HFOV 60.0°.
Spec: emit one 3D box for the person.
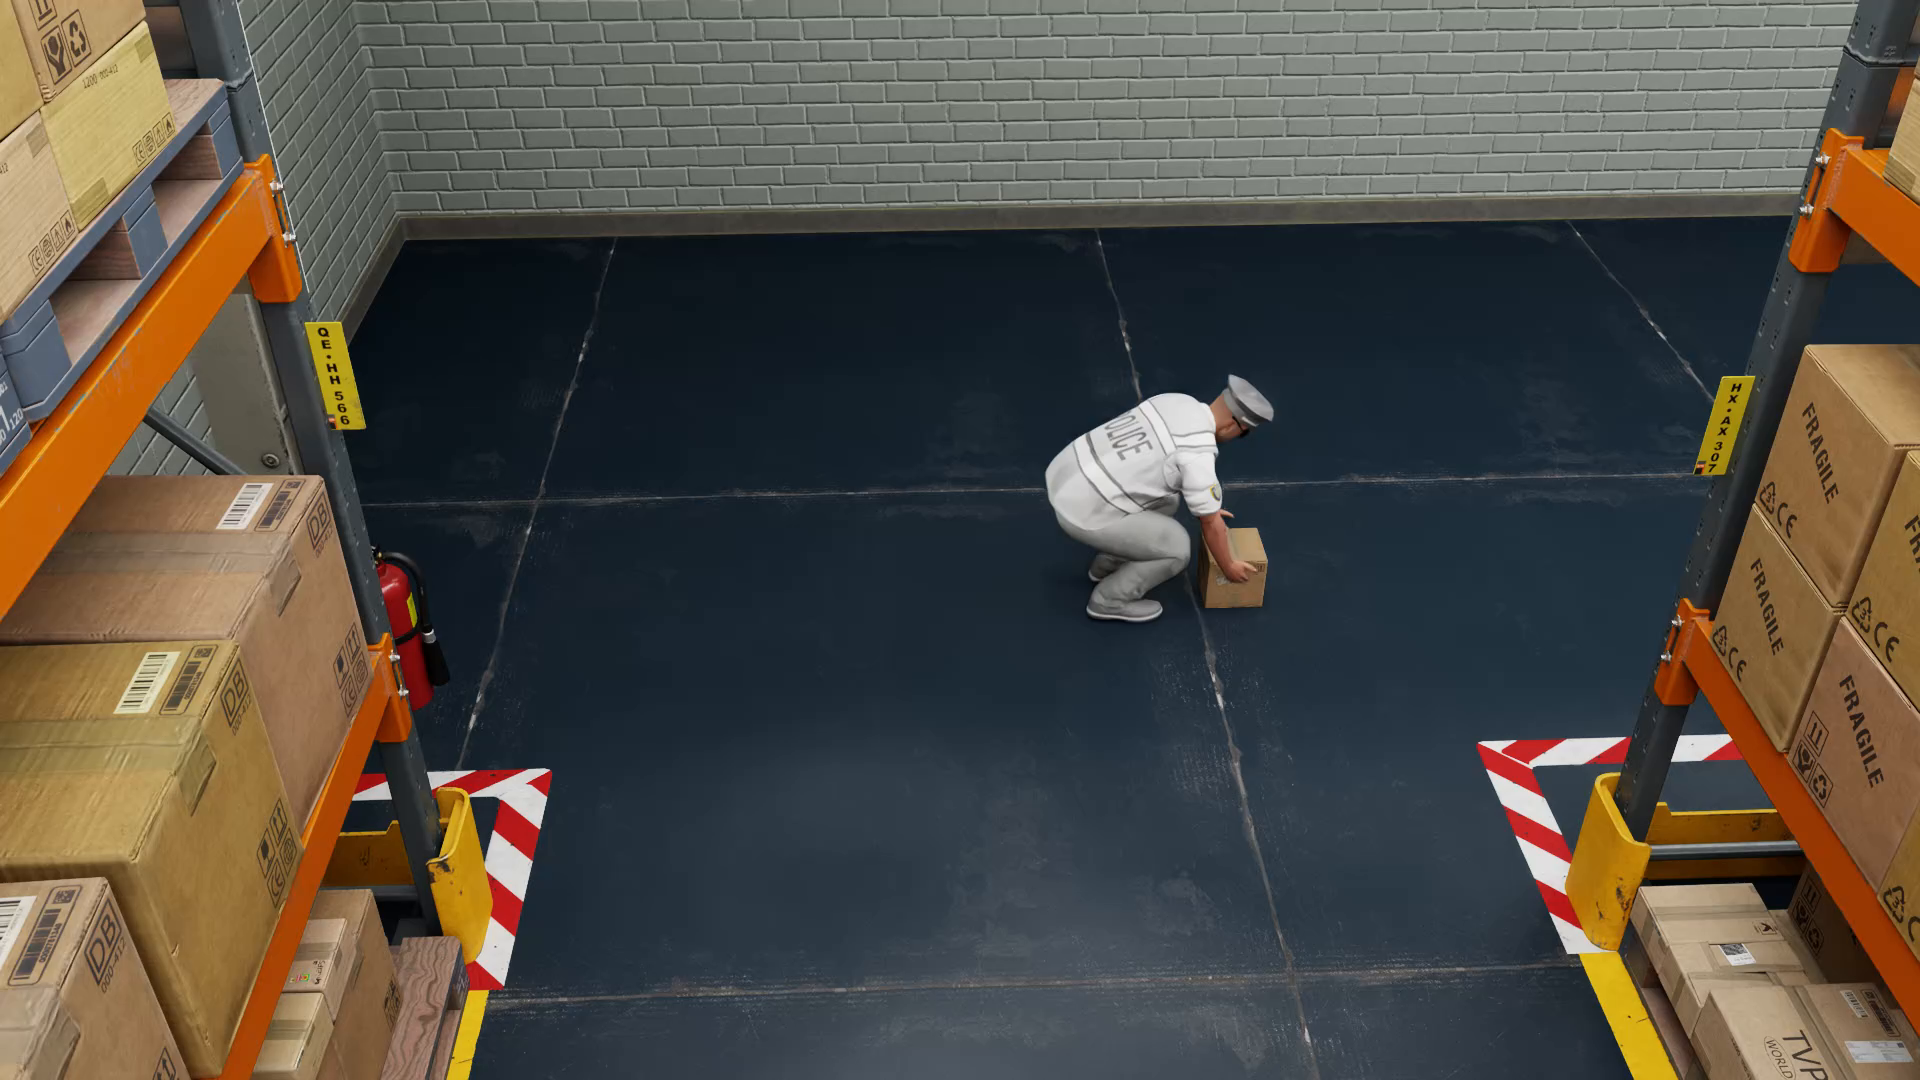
[{"bbox_3d":[0.831,-0.198,7.055,0.942,1.030,0.570,-2,35,-2],"label":"person"}]
